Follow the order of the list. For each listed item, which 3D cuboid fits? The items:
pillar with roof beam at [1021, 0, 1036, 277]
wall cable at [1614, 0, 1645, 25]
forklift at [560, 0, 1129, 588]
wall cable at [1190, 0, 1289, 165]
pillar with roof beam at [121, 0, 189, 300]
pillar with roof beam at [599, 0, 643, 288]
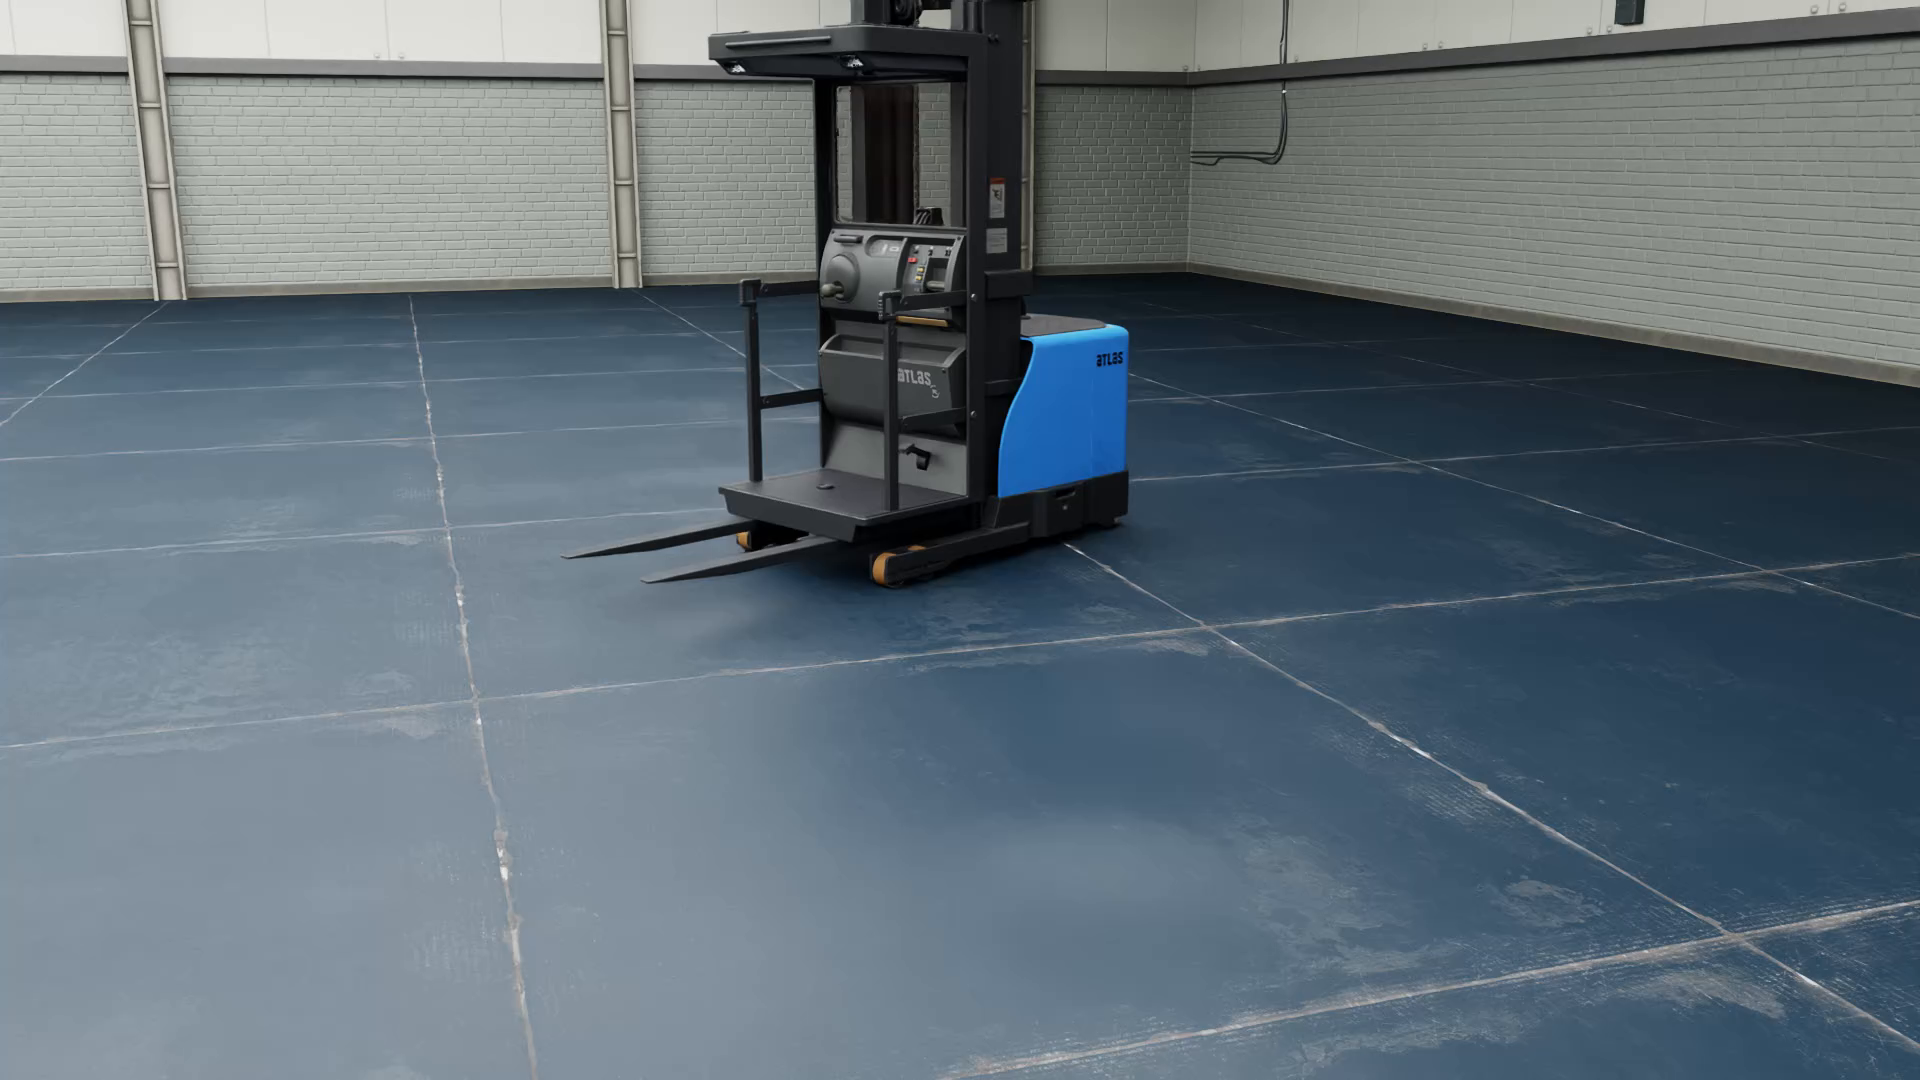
[{"bbox_3d":[2.267,-7.523,20.826,0.400,9.000,9.100,-4,14,-18],"label":"pillar with roof beam"},{"bbox_3d":[7.121,-7.966,15.338,0.169,6.003,2.305,-4,14,-18],"label":"wall cable"},{"bbox_3d":[-0.484,-1.337,7.931,1.130,2.935,3.031,13,18,43],"label":"forklift"},{"bbox_3d":[4.108,-6.884,24.849,0.112,2.526,3.097,-4,14,-18],"label":"wall cable"},{"bbox_3d":[-9.106,-6.638,17.102,0.400,9.000,9.100,-4,14,-18],"label":"pillar with roof beam"},{"bbox_3d":[-3.419,-7.081,18.964,0.400,9.000,9.100,-4,14,-18],"label":"pillar with roof beam"}]
